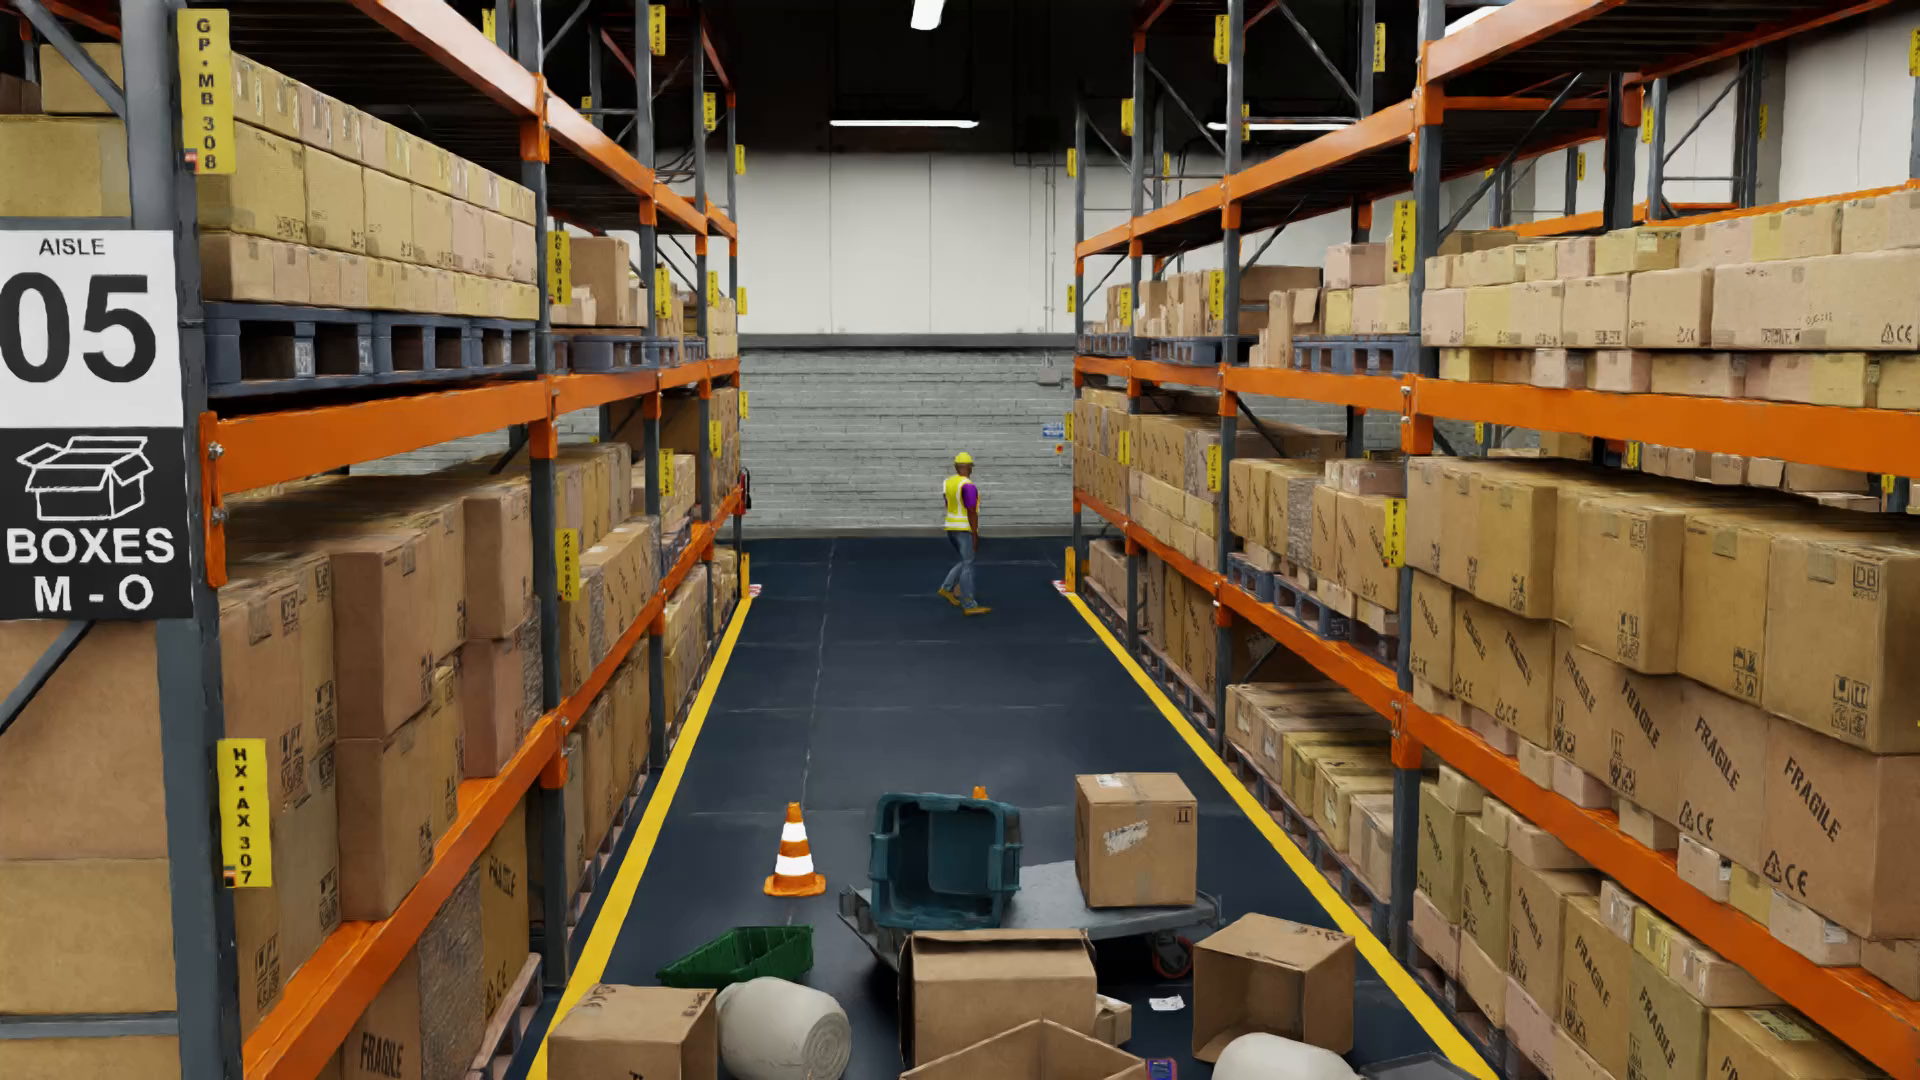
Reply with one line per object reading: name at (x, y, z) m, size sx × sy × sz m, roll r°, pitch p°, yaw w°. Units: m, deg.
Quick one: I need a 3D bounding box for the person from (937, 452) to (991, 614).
person at (0.003, -0.086, 18.289) m, size 0.494 × 1.758 × 0.635 m, roll -4°, pitch 8°, yaw -28°
